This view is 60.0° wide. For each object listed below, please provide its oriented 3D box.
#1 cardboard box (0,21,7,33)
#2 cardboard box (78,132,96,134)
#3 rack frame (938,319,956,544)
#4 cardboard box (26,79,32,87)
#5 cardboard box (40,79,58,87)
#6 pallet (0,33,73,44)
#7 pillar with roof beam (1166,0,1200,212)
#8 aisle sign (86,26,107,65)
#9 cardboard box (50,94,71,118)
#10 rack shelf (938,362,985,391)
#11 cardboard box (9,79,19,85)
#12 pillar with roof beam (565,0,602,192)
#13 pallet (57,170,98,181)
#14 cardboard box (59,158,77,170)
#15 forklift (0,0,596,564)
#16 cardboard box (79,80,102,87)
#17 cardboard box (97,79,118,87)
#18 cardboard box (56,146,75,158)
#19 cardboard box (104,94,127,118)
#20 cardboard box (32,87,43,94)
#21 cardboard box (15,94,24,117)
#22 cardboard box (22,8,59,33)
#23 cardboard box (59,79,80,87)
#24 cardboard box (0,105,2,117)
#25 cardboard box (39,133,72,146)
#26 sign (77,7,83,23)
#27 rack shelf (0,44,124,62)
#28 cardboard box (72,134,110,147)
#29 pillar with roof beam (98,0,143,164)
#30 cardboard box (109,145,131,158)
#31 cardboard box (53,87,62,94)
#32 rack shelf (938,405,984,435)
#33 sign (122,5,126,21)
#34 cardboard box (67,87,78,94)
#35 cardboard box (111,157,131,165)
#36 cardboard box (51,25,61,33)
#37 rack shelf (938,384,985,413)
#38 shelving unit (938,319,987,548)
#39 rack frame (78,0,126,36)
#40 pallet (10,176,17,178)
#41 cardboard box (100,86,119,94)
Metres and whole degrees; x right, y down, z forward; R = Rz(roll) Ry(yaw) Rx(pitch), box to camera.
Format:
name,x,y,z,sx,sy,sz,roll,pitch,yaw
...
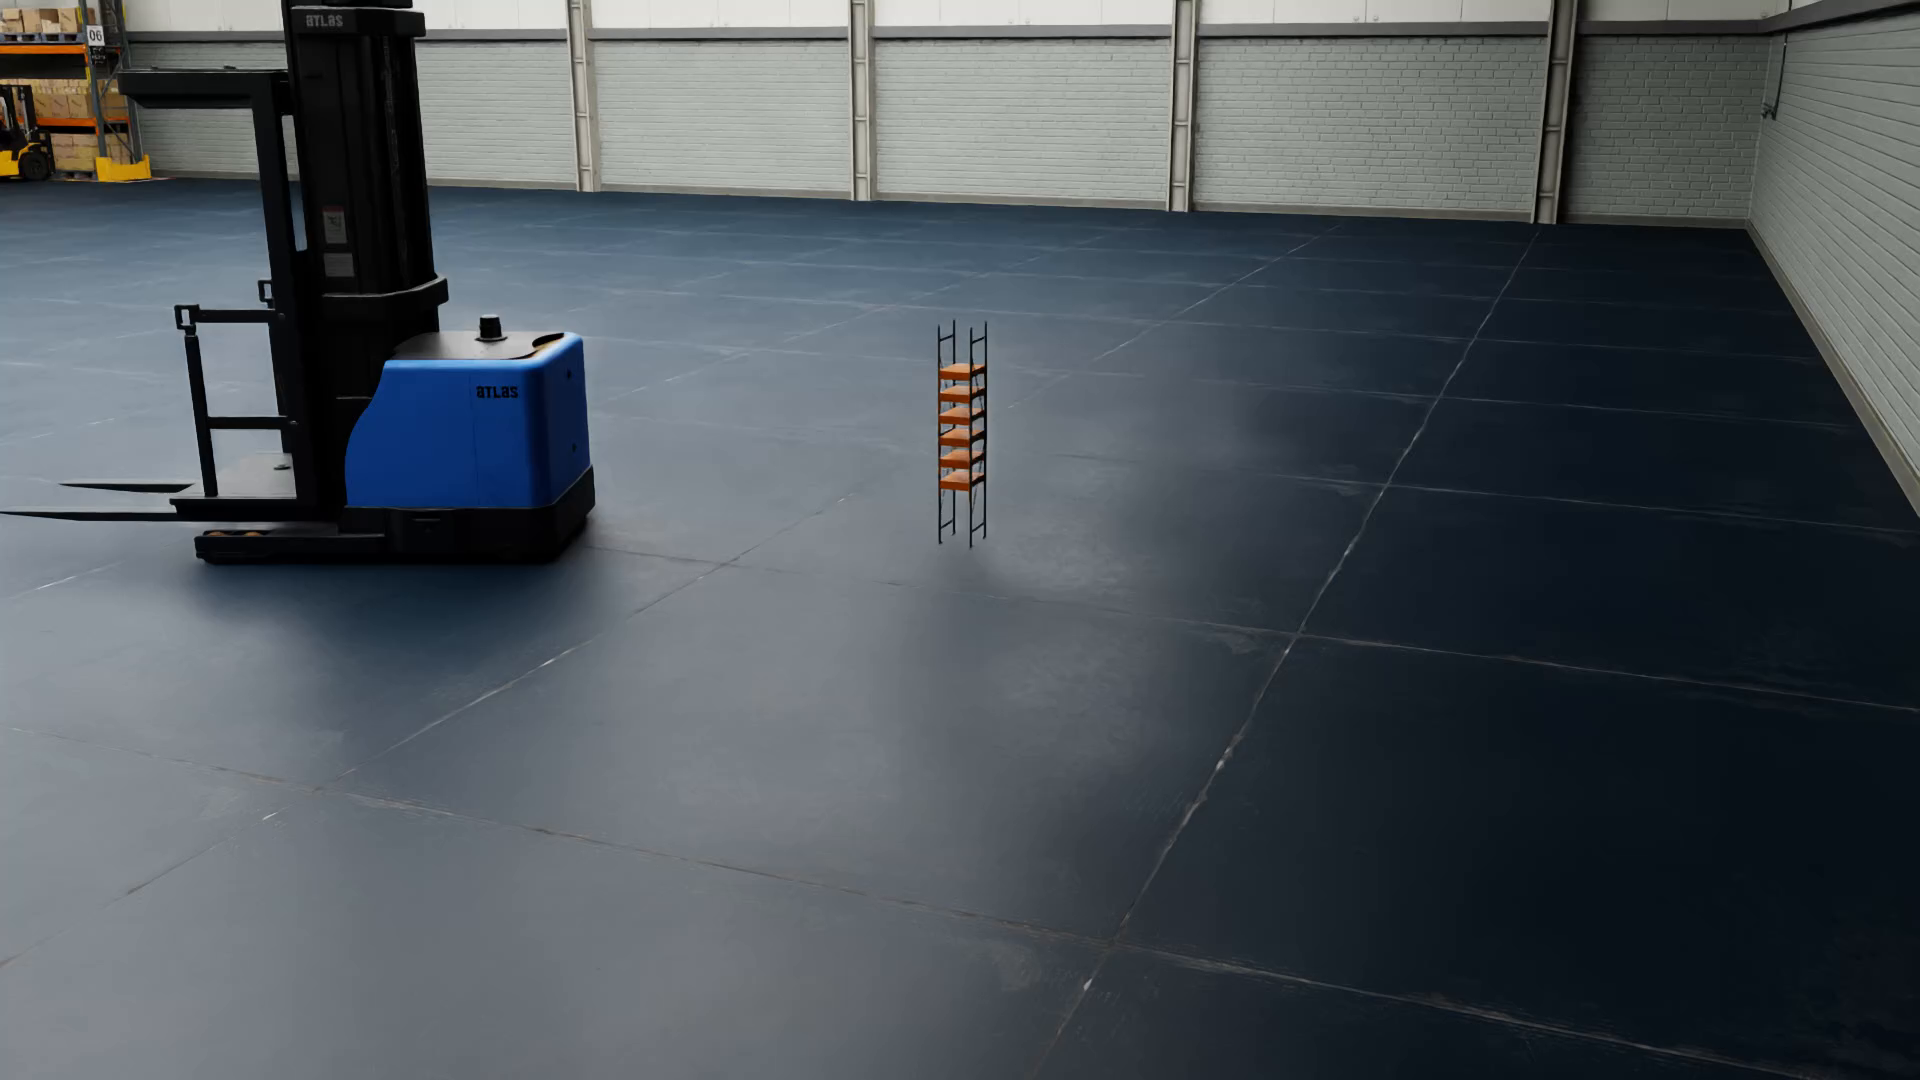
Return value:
name,x,y,z,sx,sy,sz,roll,pitch,yaw
cardboard box,-20.664,-11.103,35.969,0.258,0.266,0.396,6,17,19
cardboard box,-19.056,-8.809,36.522,0.500,0.250,0.500,6,17,21
rack frame,-0.072,-0.584,9.034,0.006,1.200,0.240,6,17,21
cardboard box,-20.052,-9.939,36.153,0.250,0.149,0.380,7,17,21
cardboard box,-19.604,-9.863,35.892,0.250,0.149,0.380,7,18,22
pallet,-19.999,-10.901,36.120,1.213,0.211,1.003,6,17,21
pillar with roof beam,2.217,-8.914,23.737,0.400,9.000,9.100,6,17,21
aisle sign,-18.259,-10.465,35.178,0.004,0.787,0.394,6,17,21
cardboard box,-19.245,-9.385,35.942,0.500,0.500,0.500,7,18,22
rack shelf,0.013,-0.878,8.913,0.180,0.103,0.258,6,17,21
cardboard box,-20.518,-9.990,36.329,0.250,0.149,0.380,6,17,20
pillar with roof beam,-8.946,-10.141,27.965,0.400,9.000,9.100,6,17,21
pallet,-18.939,-8.028,36.446,1.213,0.211,1.003,6,17,21
cardboard box,-19.224,-8.200,36.217,0.500,0.250,0.500,6,17,21
forklift,-3.630,-1.429,8.838,3.031,2.935,1.130,0,16,1
cardboard box,-18.623,-9.784,35.618,0.250,0.149,0.380,6,17,21
cardboard box,-18.446,-9.891,35.989,0.250,0.149,0.380,6,17,20
cardboard box,-19.242,-8.443,36.159,0.500,0.250,0.500,6,17,20
cardboard box,-18.571,-9.470,36.234,0.500,0.500,0.500,7,18,22
cardboard box,-19.840,-9.746,36.023,0.250,0.149,0.380,6,17,21
cardboard box,-20.194,-9.486,36.289,0.500,0.500,0.500,6,17,21
cardboard box,-19.629,-11.150,35.709,0.500,0.500,0.700,6,17,21
cardboard box,-19.117,-9.821,35.745,0.250,0.149,0.380,7,17,22
cardboard box,-21.125,-9.594,36.663,0.500,0.500,0.500,7,17,22
cardboard box,-19.705,-8.727,36.238,0.500,0.250,0.500,7,17,21
sign,-18.424,-10.988,34.815,0.005,0.325,0.100,6,17,21
rack shelf,-20.073,-10.599,36.212,4.000,0.370,1.077,6,17,21
cardboard box,-18.755,-8.627,35.895,0.500,0.250,0.500,7,18,22
pillar with roof beam,-20.109,-11.369,32.194,0.400,9.000,9.100,6,17,21
cardboard box,-18.573,-8.522,36.432,0.500,0.250,0.500,7,17,22
cardboard box,-19.331,-9.711,35.900,0.250,0.149,0.380,6,17,20
rack shelf,0.013,-0.647,8.980,0.180,0.103,0.258,6,17,21
sign,-18.003,-11.341,35.768,0.005,0.325,0.100,6,17,21
cardboard box,-18.886,-9.640,35.657,0.250,0.149,0.380,7,17,22
cardboard box,-18.597,-8.281,36.498,0.500,0.250,0.500,6,17,21
cardboard box,-19.094,-10.875,35.391,0.250,0.149,0.380,6,17,19
rack shelf,0.013,-0.763,8.947,0.180,0.103,0.258,6,17,21
shelving unit,0.013,-0.575,9.001,0.189,1.200,0.258,6,17,21
rack frame,-18.212,-12.180,34.989,0.127,3.000,1.000,6,17,21
pallet,-21.209,-8.277,37.306,1.213,0.211,1.003,6,17,21
cardboard box,-18.432,-9.761,36.072,0.250,0.149,0.380,6,17,19
